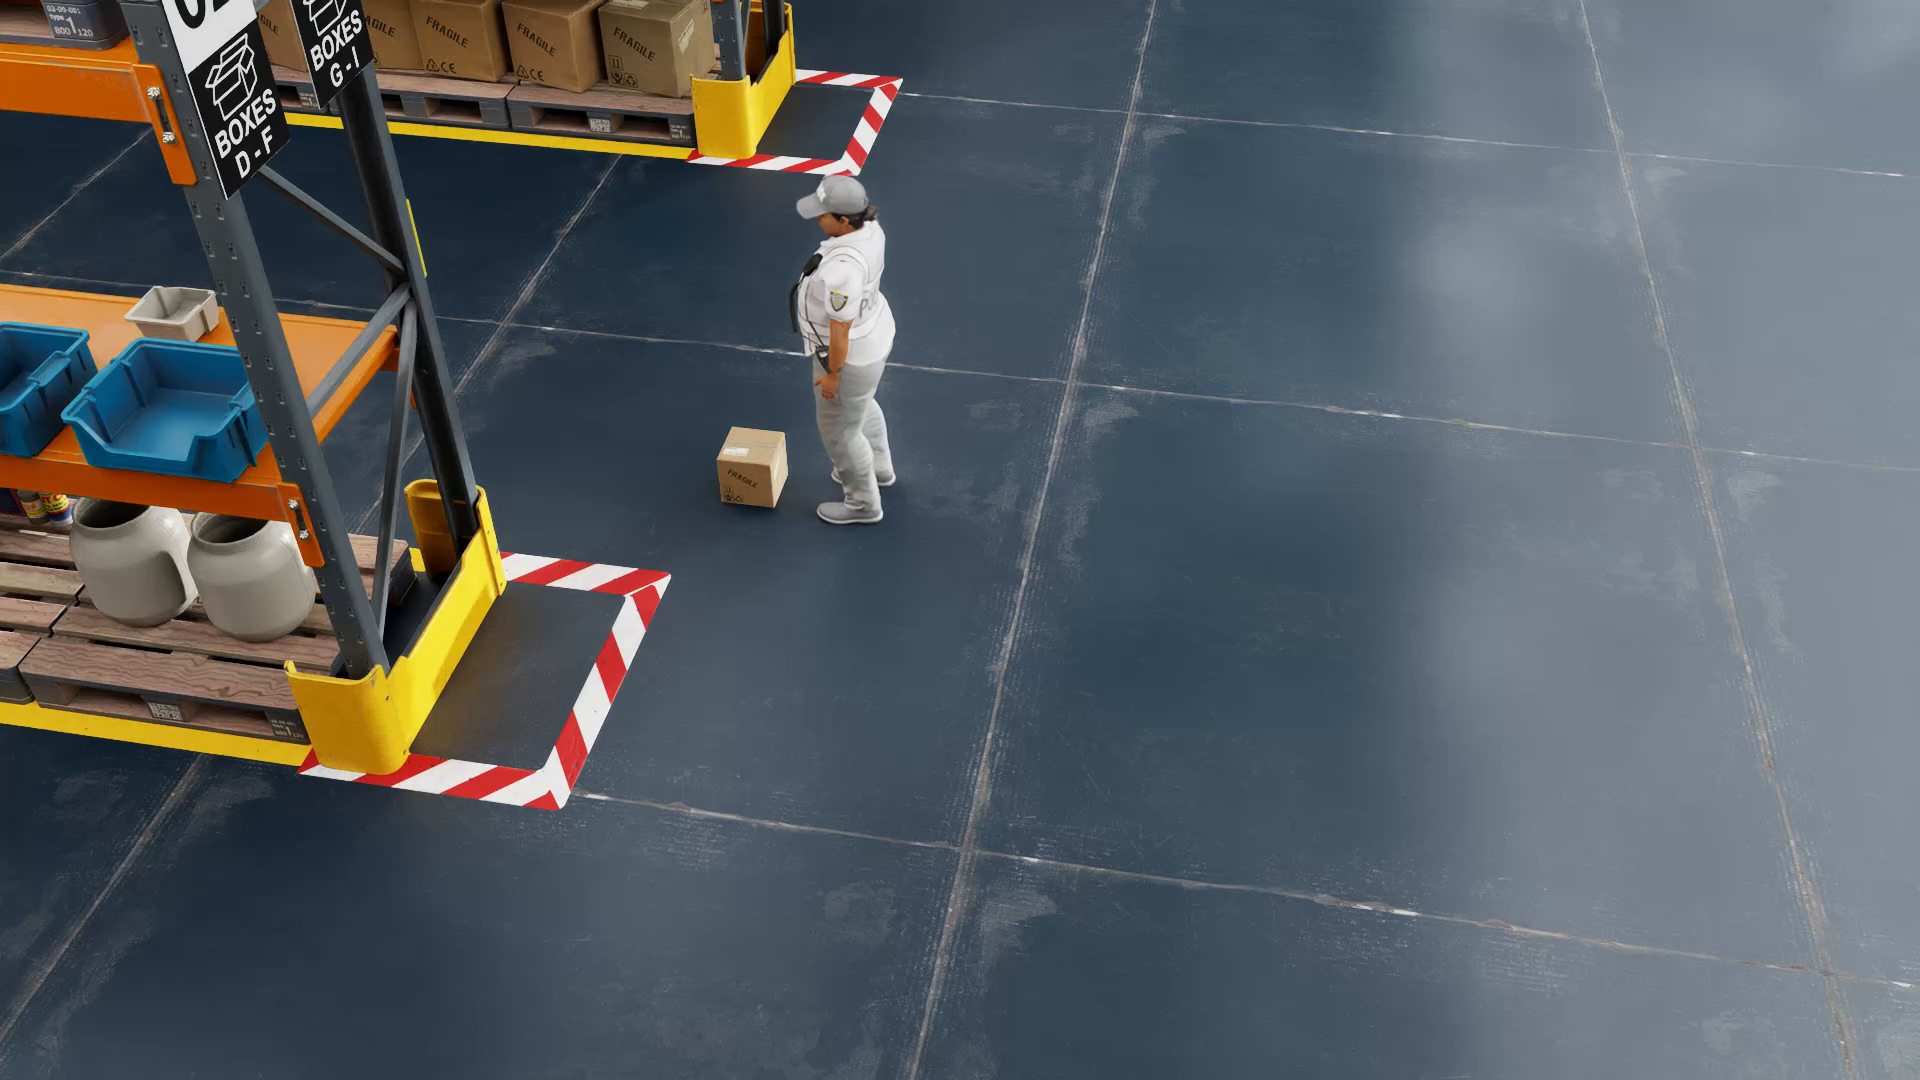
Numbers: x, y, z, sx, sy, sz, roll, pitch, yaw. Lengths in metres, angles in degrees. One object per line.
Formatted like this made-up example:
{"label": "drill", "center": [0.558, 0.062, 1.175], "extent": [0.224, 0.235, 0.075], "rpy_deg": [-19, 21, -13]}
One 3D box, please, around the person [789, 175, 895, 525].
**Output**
{"label": "person", "center": [-0.484, -0.801, 7.091], "extent": [0.391, 1.659, 0.468], "rpy_deg": [7, 41, 9]}
